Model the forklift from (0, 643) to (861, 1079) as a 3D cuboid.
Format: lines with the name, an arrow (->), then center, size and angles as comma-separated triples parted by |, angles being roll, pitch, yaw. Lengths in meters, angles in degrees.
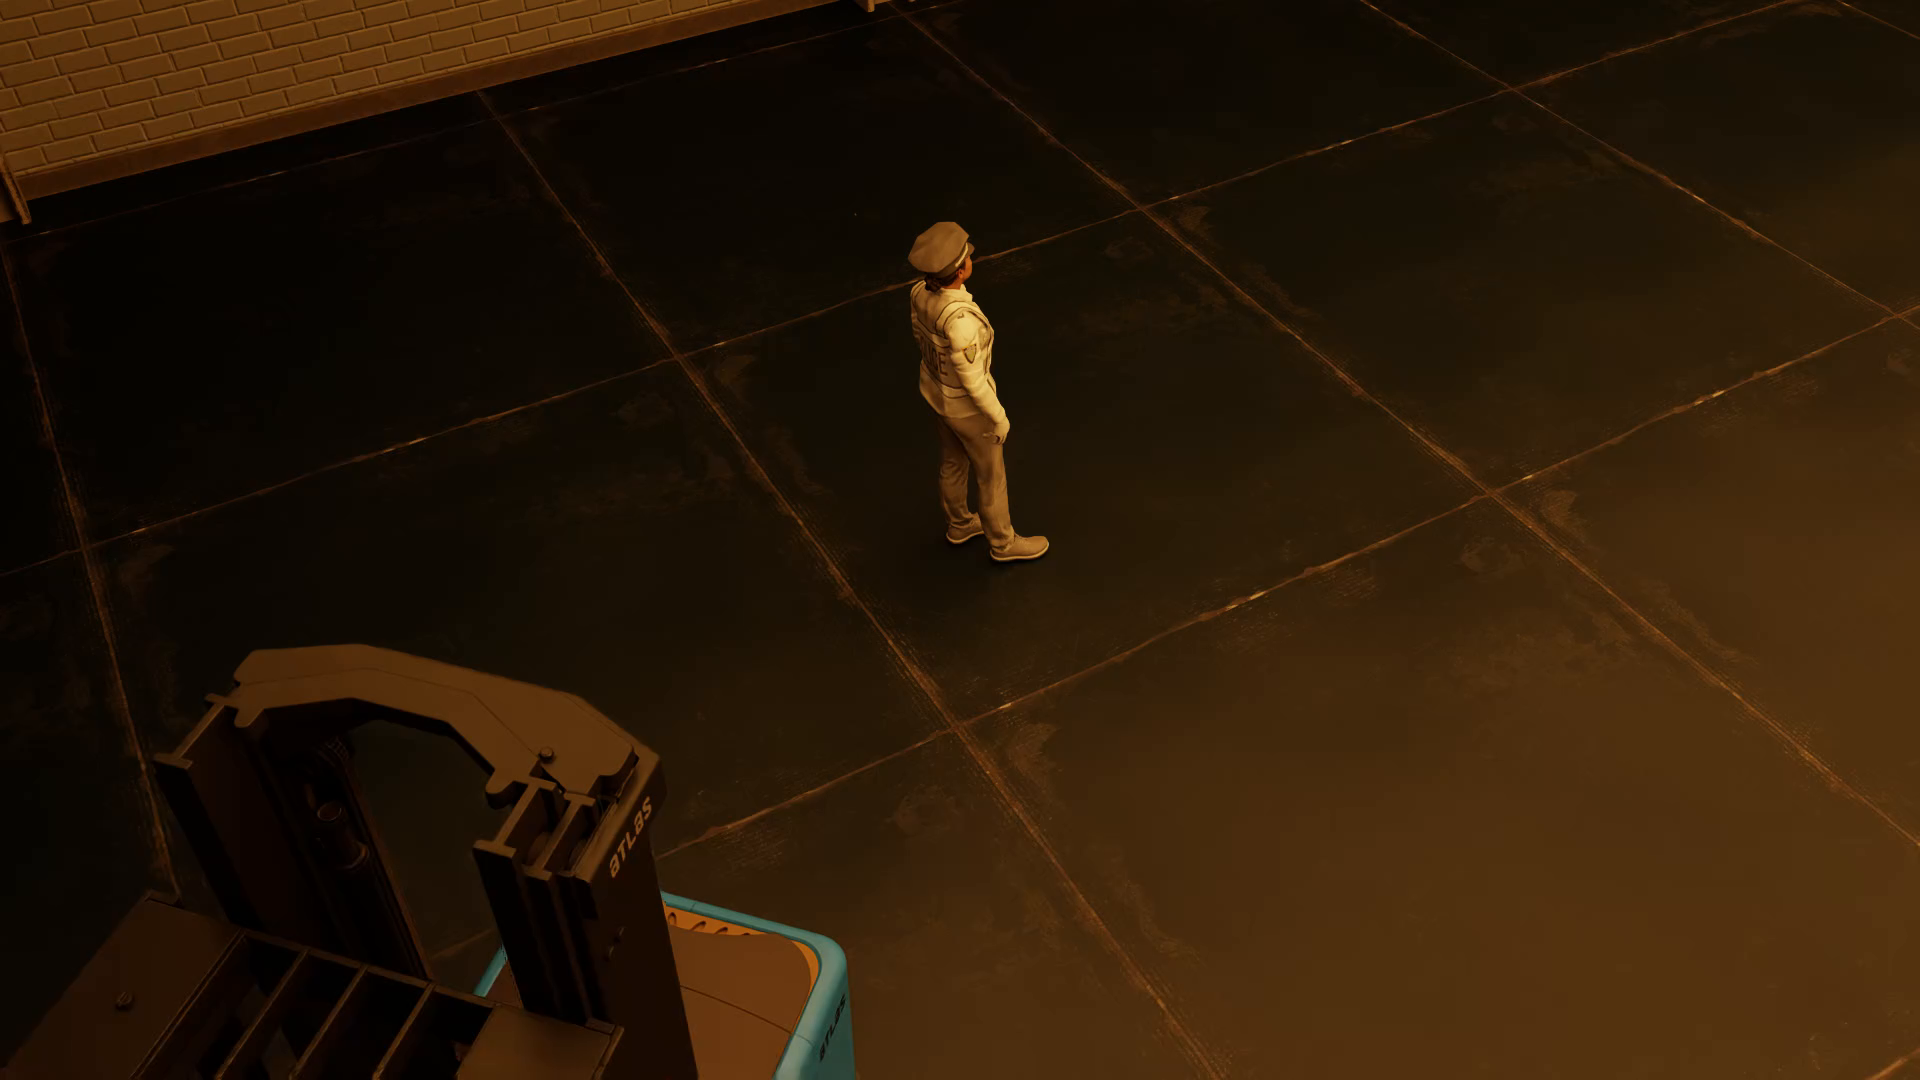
forklift -> -1.249, 1.776, 3.783 | 1.130, 2.935, 3.031 | 12, 44, 13

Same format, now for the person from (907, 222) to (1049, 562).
person -> 0.063, -0.646, 7.293 | 0.531, 1.695, 0.587 | -21, 47, -21
